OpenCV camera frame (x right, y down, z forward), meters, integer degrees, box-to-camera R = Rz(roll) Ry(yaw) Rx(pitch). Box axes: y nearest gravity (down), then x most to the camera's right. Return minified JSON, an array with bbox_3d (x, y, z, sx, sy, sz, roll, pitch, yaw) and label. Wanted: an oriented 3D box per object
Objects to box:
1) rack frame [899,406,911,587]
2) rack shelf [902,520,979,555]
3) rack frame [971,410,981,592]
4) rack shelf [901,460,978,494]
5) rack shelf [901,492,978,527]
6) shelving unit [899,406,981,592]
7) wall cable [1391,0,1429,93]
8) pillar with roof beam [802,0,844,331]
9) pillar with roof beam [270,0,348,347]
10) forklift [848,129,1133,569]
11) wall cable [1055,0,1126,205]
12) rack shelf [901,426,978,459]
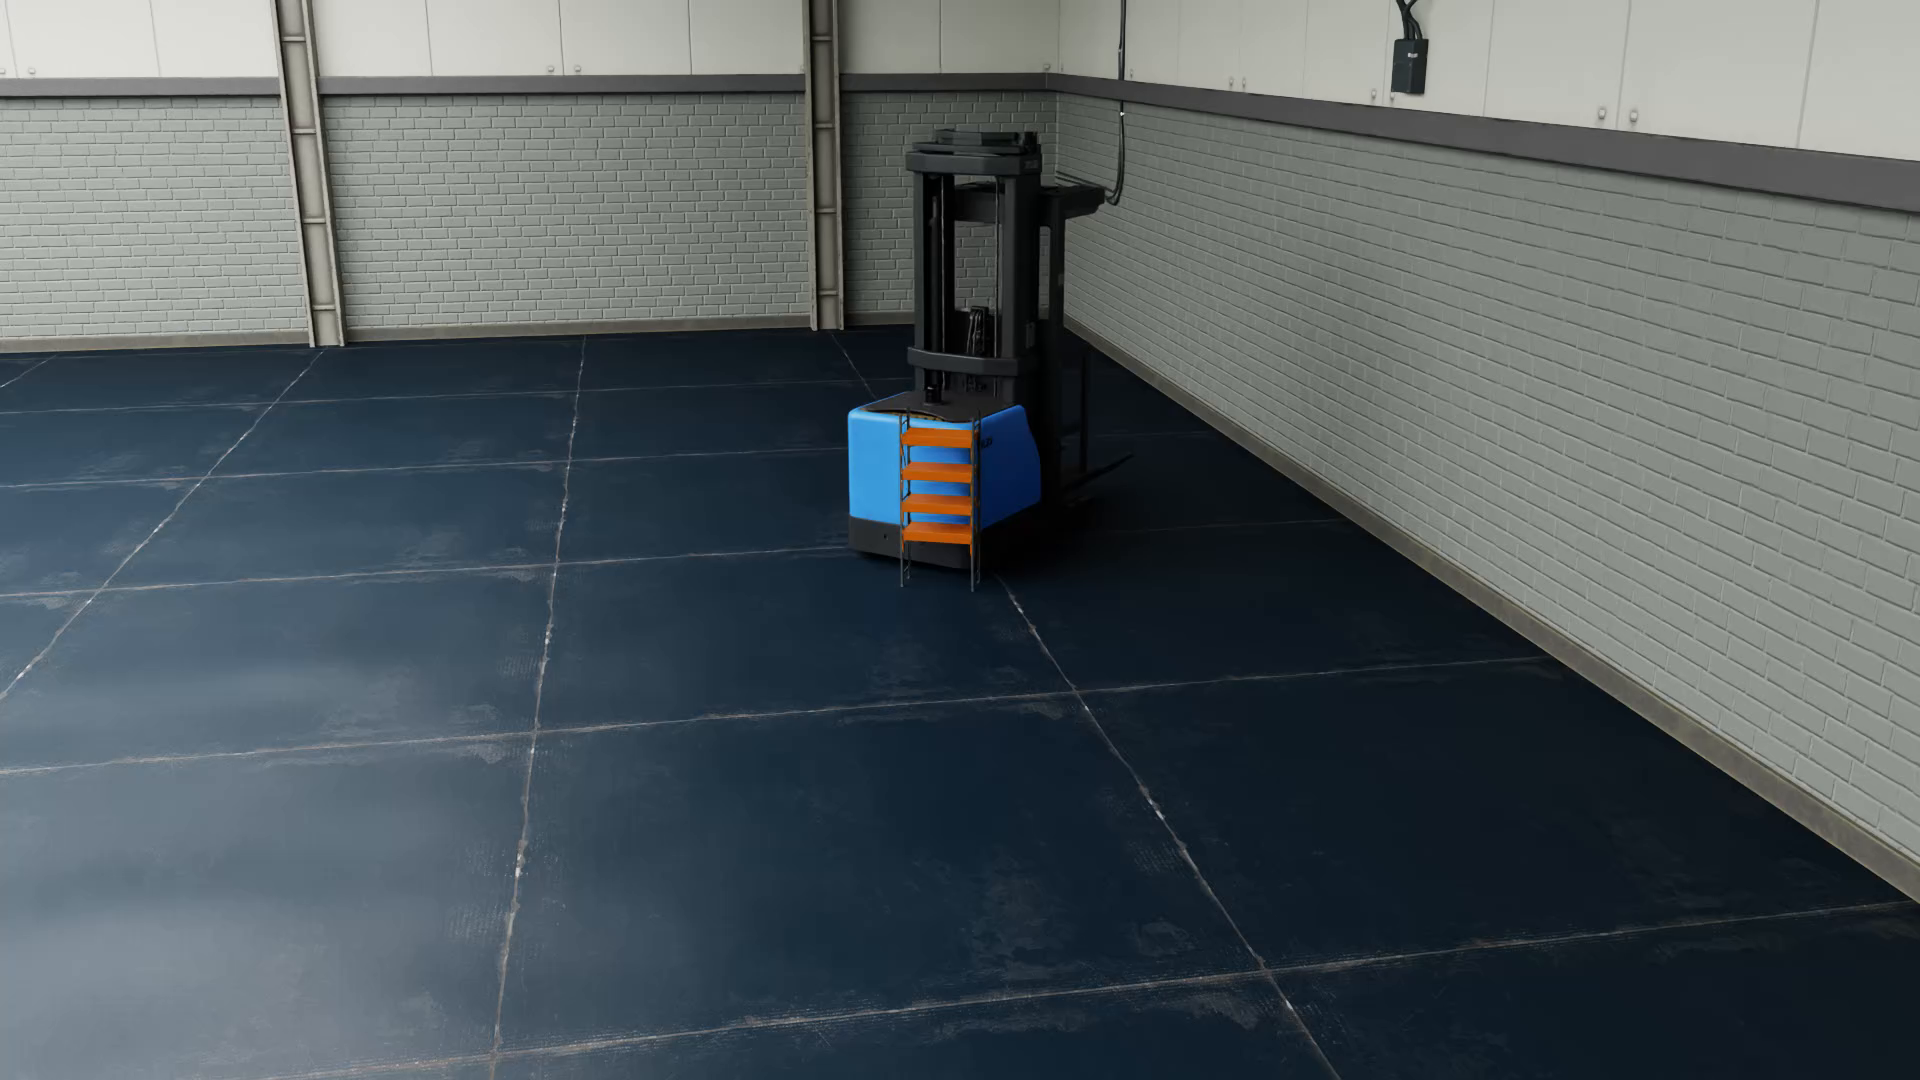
[{"bbox_3d":[-0.369,-0.288,11.207,0.015,1.200,0.240,4,17,11],"label":"rack frame"},{"bbox_3d":[-0.131,-0.019,11.236,0.480,0.148,0.258,4,17,11],"label":"rack shelf"},{"bbox_3d":[0.108,-0.258,11.110,0.015,1.200,0.240,4,17,11],"label":"rack frame"},{"bbox_3d":[-0.131,-0.423,11.112,0.480,0.148,0.258,4,17,11],"label":"rack shelf"},{"bbox_3d":[-0.131,-0.209,11.178,0.480,0.148,0.258,4,17,11],"label":"rack shelf"},{"bbox_3d":[-0.131,-0.273,11.158,0.503,1.200,0.258,4,17,11],"label":"shelving unit"},{"bbox_3d":[3.249,-5.657,9.612,0.169,6.003,2.305,-3,17,-10],"label":"wall cable"},{"bbox_3d":[-0.863,-5.745,15.691,0.400,9.000,9.100,-3,17,-10],"label":"pillar with roof beam"},{"bbox_3d":[-6.754,-5.411,14.603,0.400,9.000,9.100,-3,17,-10],"label":"pillar with roof beam"},{"bbox_3d":[0.386,-1.582,12.471,1.130,2.935,3.031,10,20,29],"label":"forklift"},{"bbox_3d":[1.464,-5.285,19.481,0.112,2.526,3.097,-3,17,-10],"label":"wall cable"},{"bbox_3d":[-0.131,-0.649,11.043,0.480,0.148,0.258,4,17,11],"label":"rack shelf"}]
